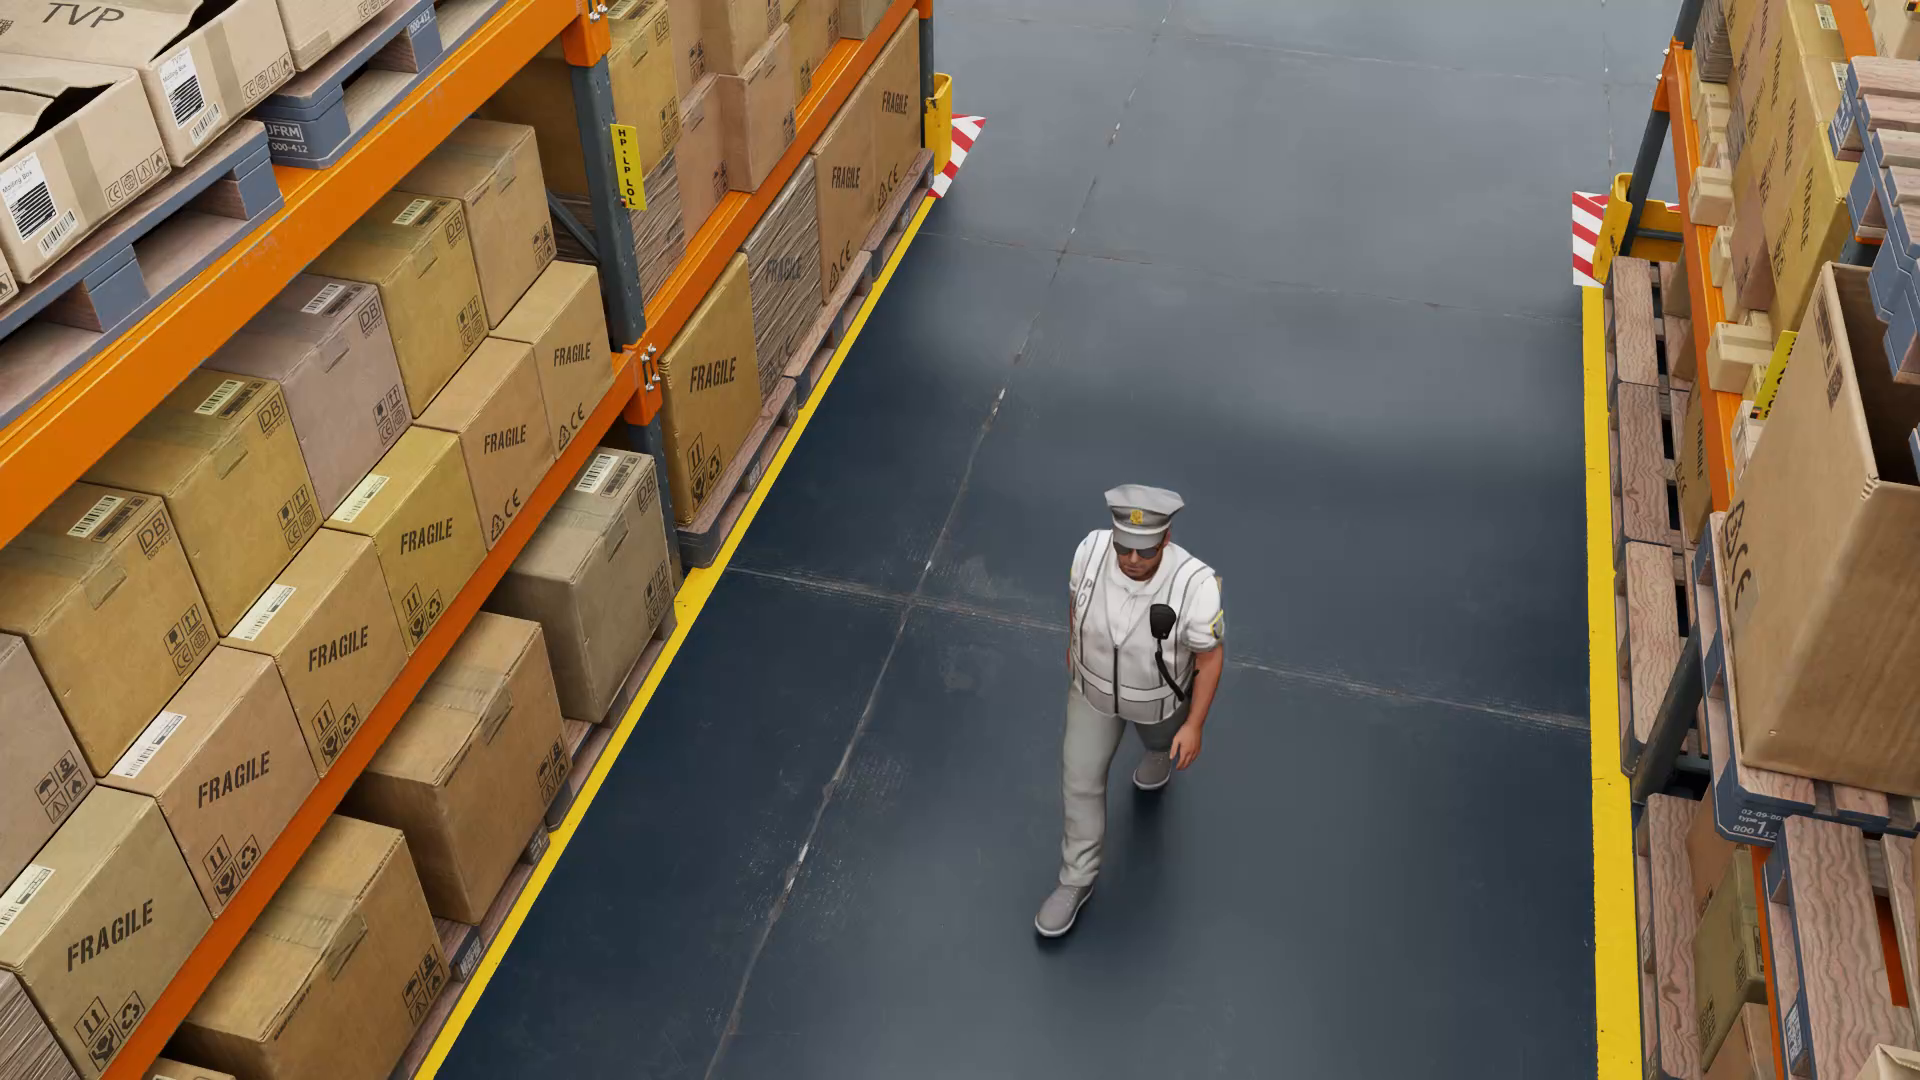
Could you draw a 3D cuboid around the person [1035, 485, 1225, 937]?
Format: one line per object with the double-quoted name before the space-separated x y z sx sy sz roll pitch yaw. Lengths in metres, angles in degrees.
"person" 0.594 0.473 5.603 0.566 1.710 1.077 13 42 14
